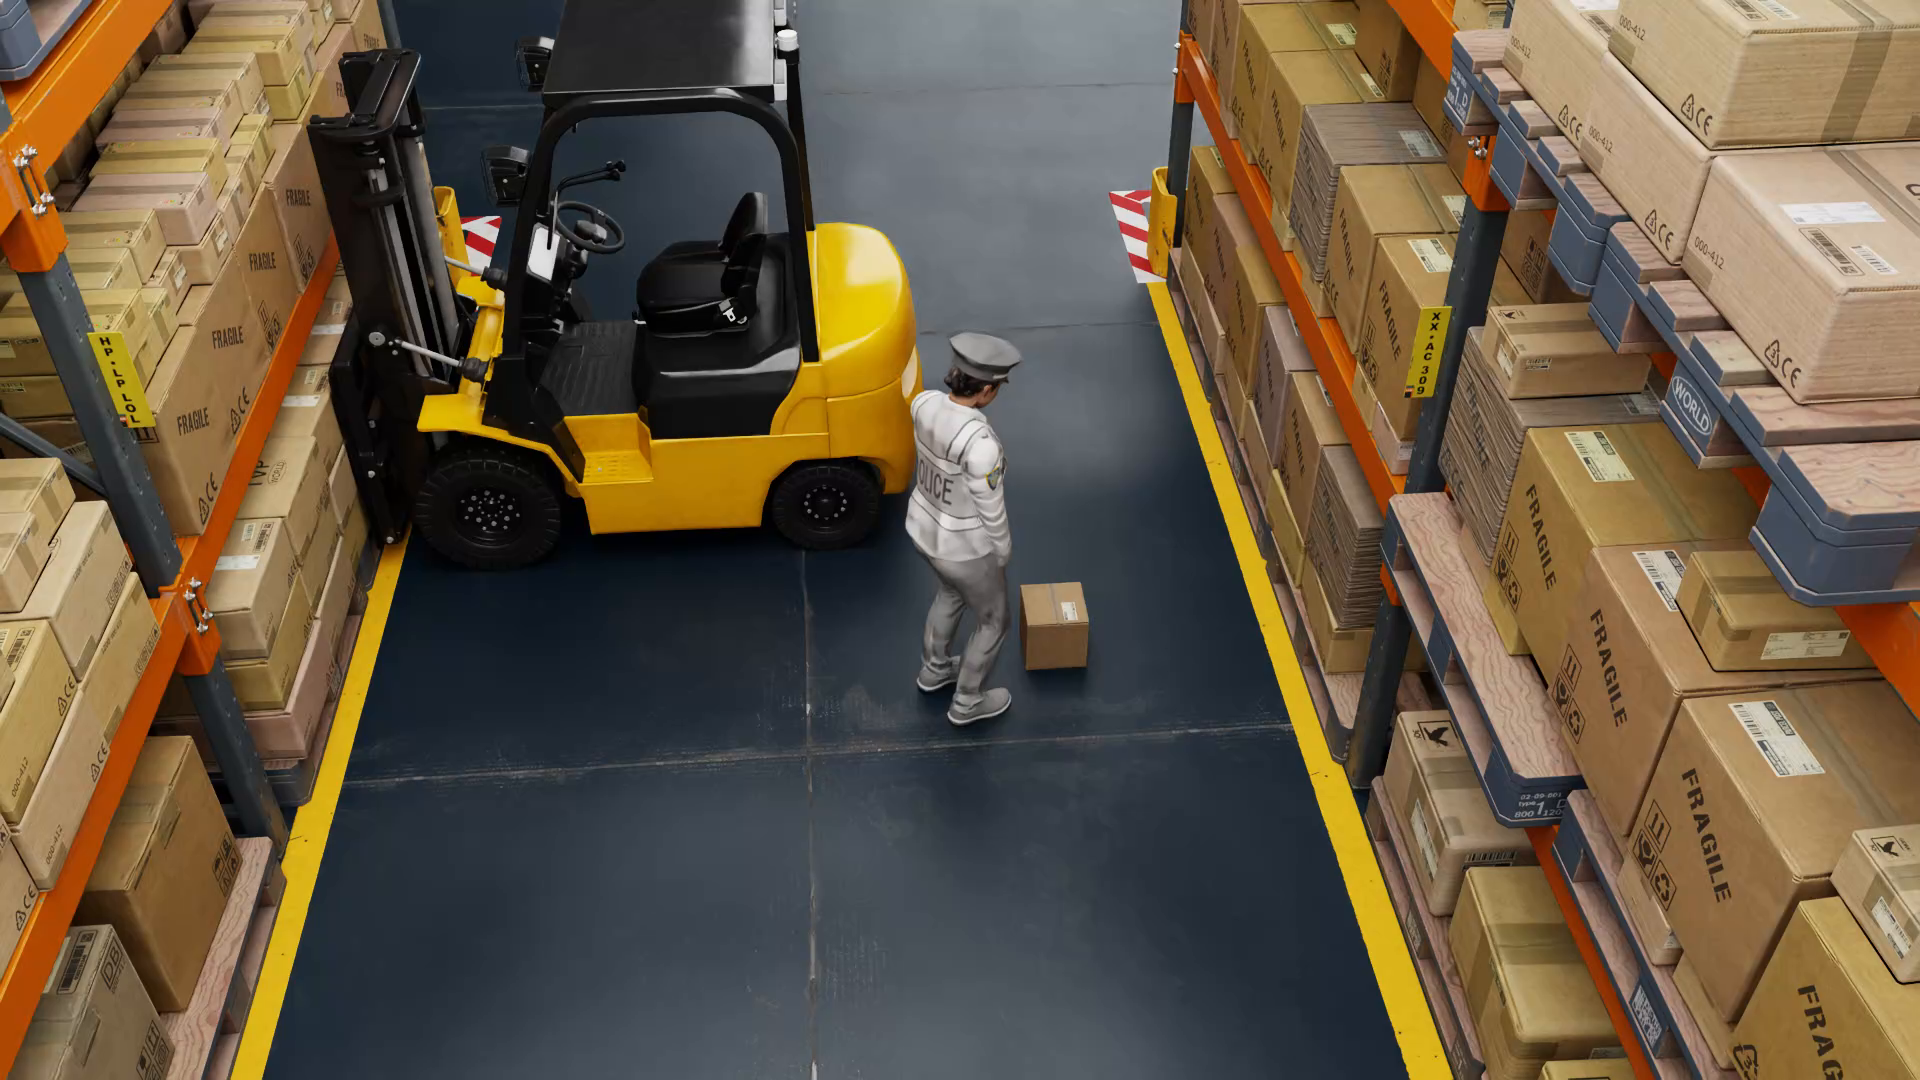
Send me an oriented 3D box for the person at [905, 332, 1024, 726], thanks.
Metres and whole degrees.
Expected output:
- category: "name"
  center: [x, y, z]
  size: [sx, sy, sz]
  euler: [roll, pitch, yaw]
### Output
- category: "person"
  center: [0.014, -0.032, 6.226]
  size: [0.424, 1.635, 0.496]
  euler: [-22, 44, -25]
